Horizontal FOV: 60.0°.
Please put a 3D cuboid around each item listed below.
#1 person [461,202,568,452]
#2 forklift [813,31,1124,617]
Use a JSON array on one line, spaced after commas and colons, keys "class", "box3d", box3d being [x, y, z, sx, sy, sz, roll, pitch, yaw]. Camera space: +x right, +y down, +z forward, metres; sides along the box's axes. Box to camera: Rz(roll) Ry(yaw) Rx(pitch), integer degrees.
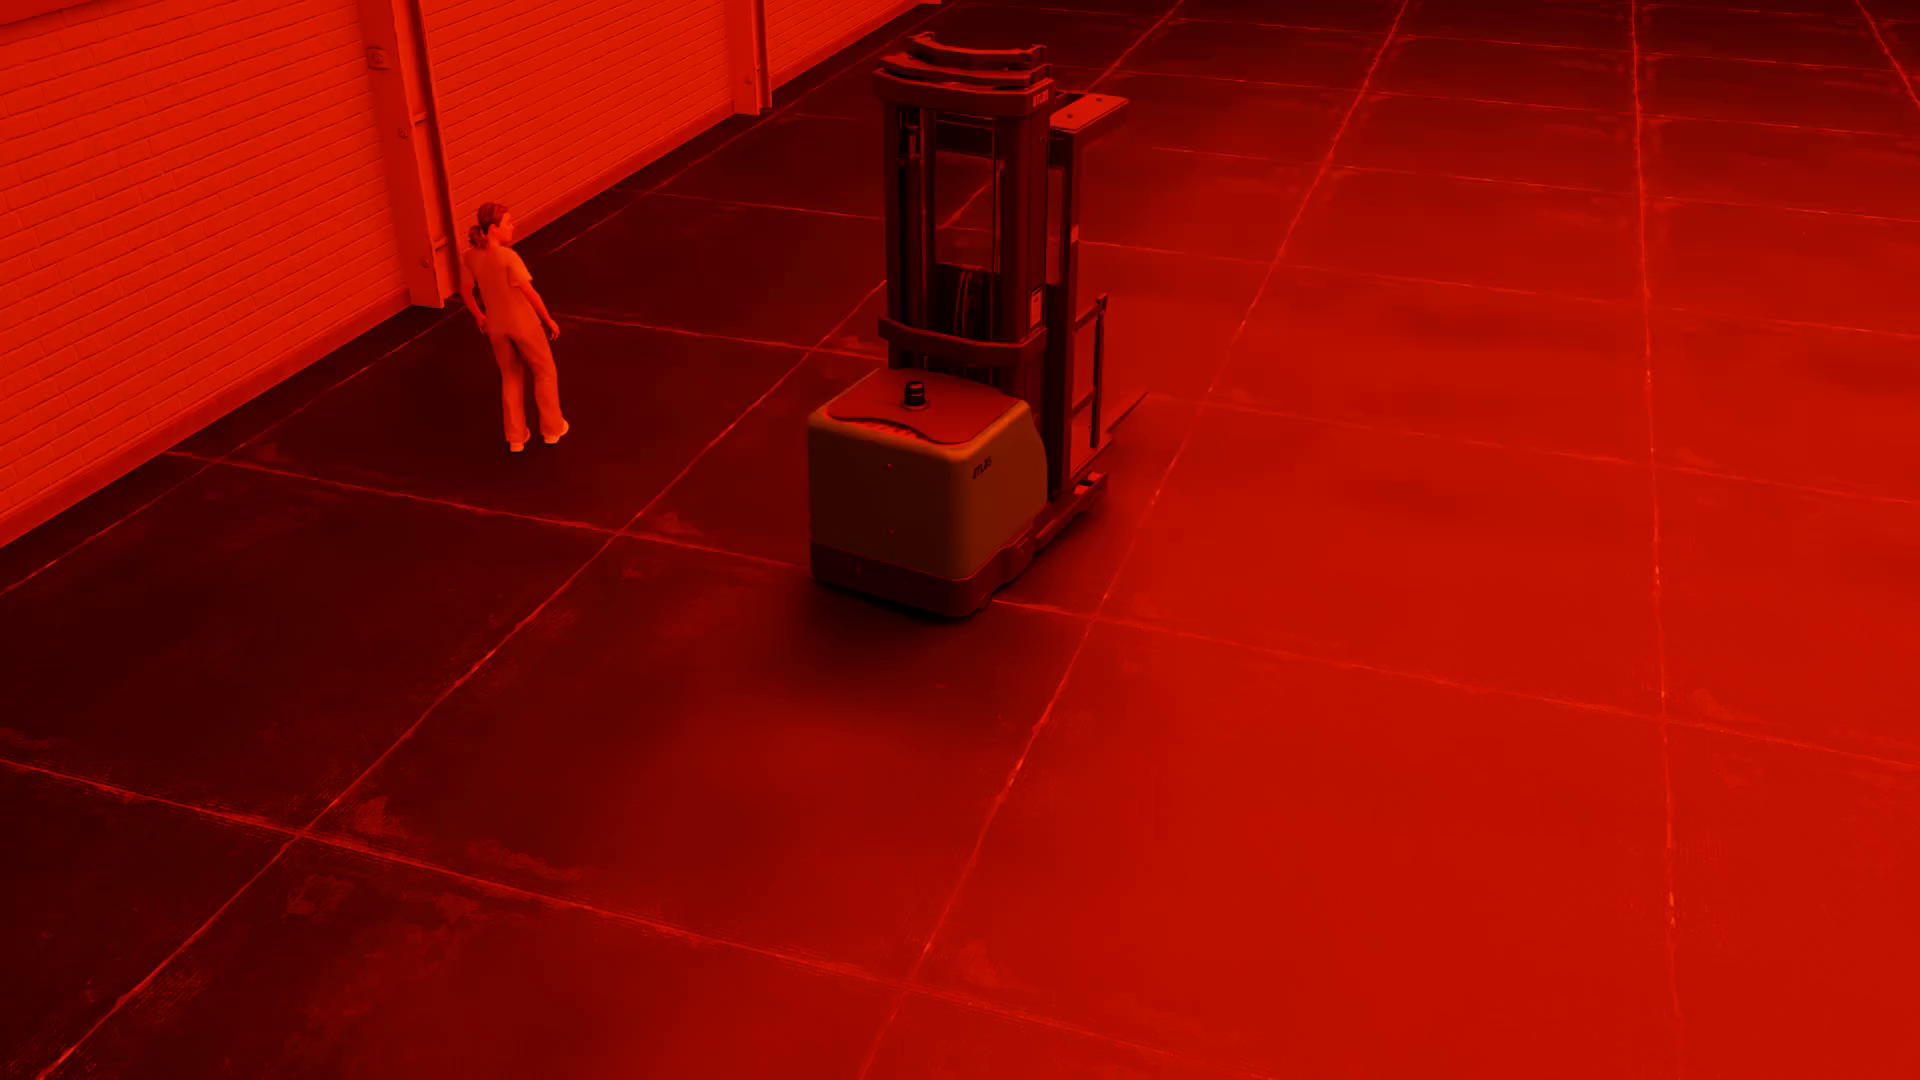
[{"class": "person", "box3d": [-2.891, -1.406, 10.884, 0.621, 1.664, 0.457, 8, 31, 13]}, {"class": "forklift", "box3d": [0.231, -1.558, 9.870, 1.130, 2.935, 3.031, 12, 32, 20]}]
